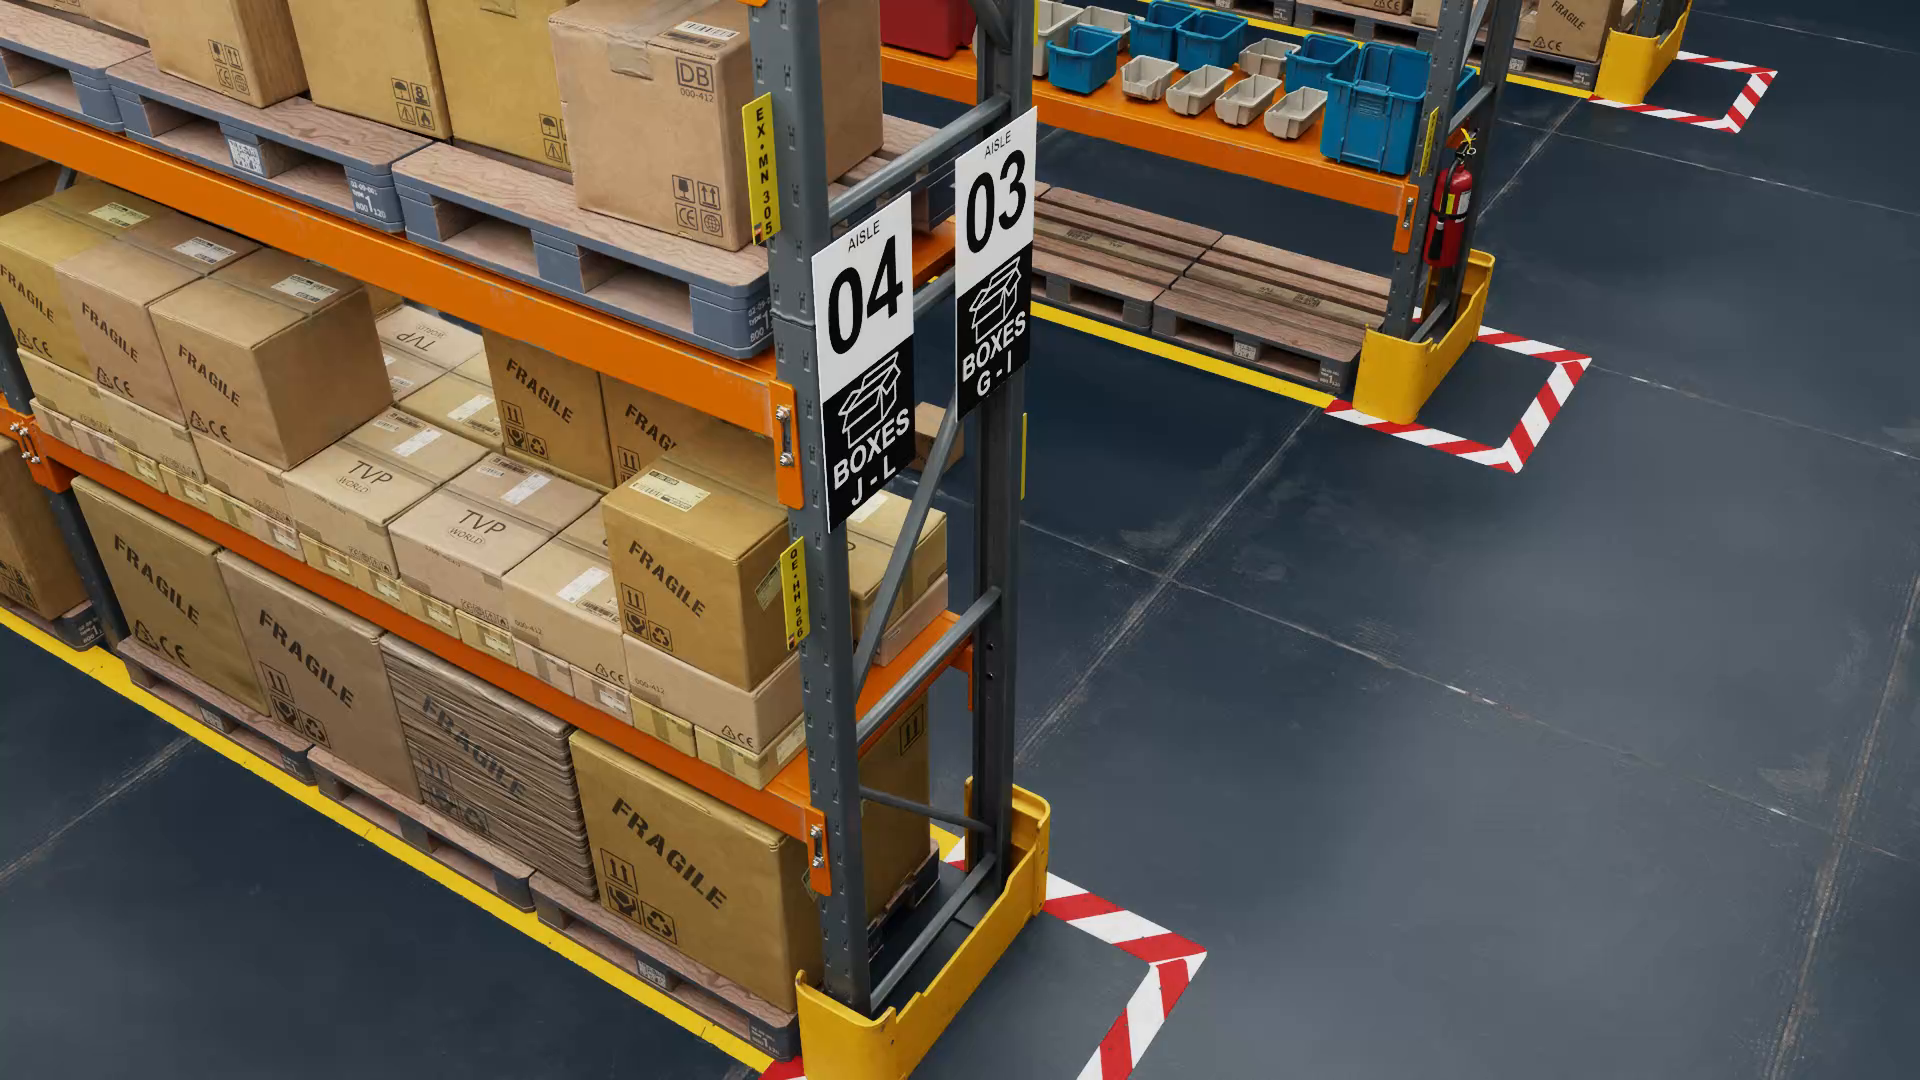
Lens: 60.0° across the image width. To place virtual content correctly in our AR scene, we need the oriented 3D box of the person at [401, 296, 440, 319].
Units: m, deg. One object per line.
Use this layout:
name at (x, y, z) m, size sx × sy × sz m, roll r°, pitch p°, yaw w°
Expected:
person at (-2.972, -1.611, 8.730) m, size 0.526 × 1.786 × 0.577 m, roll 20°, pitch 42°, yaw 23°
